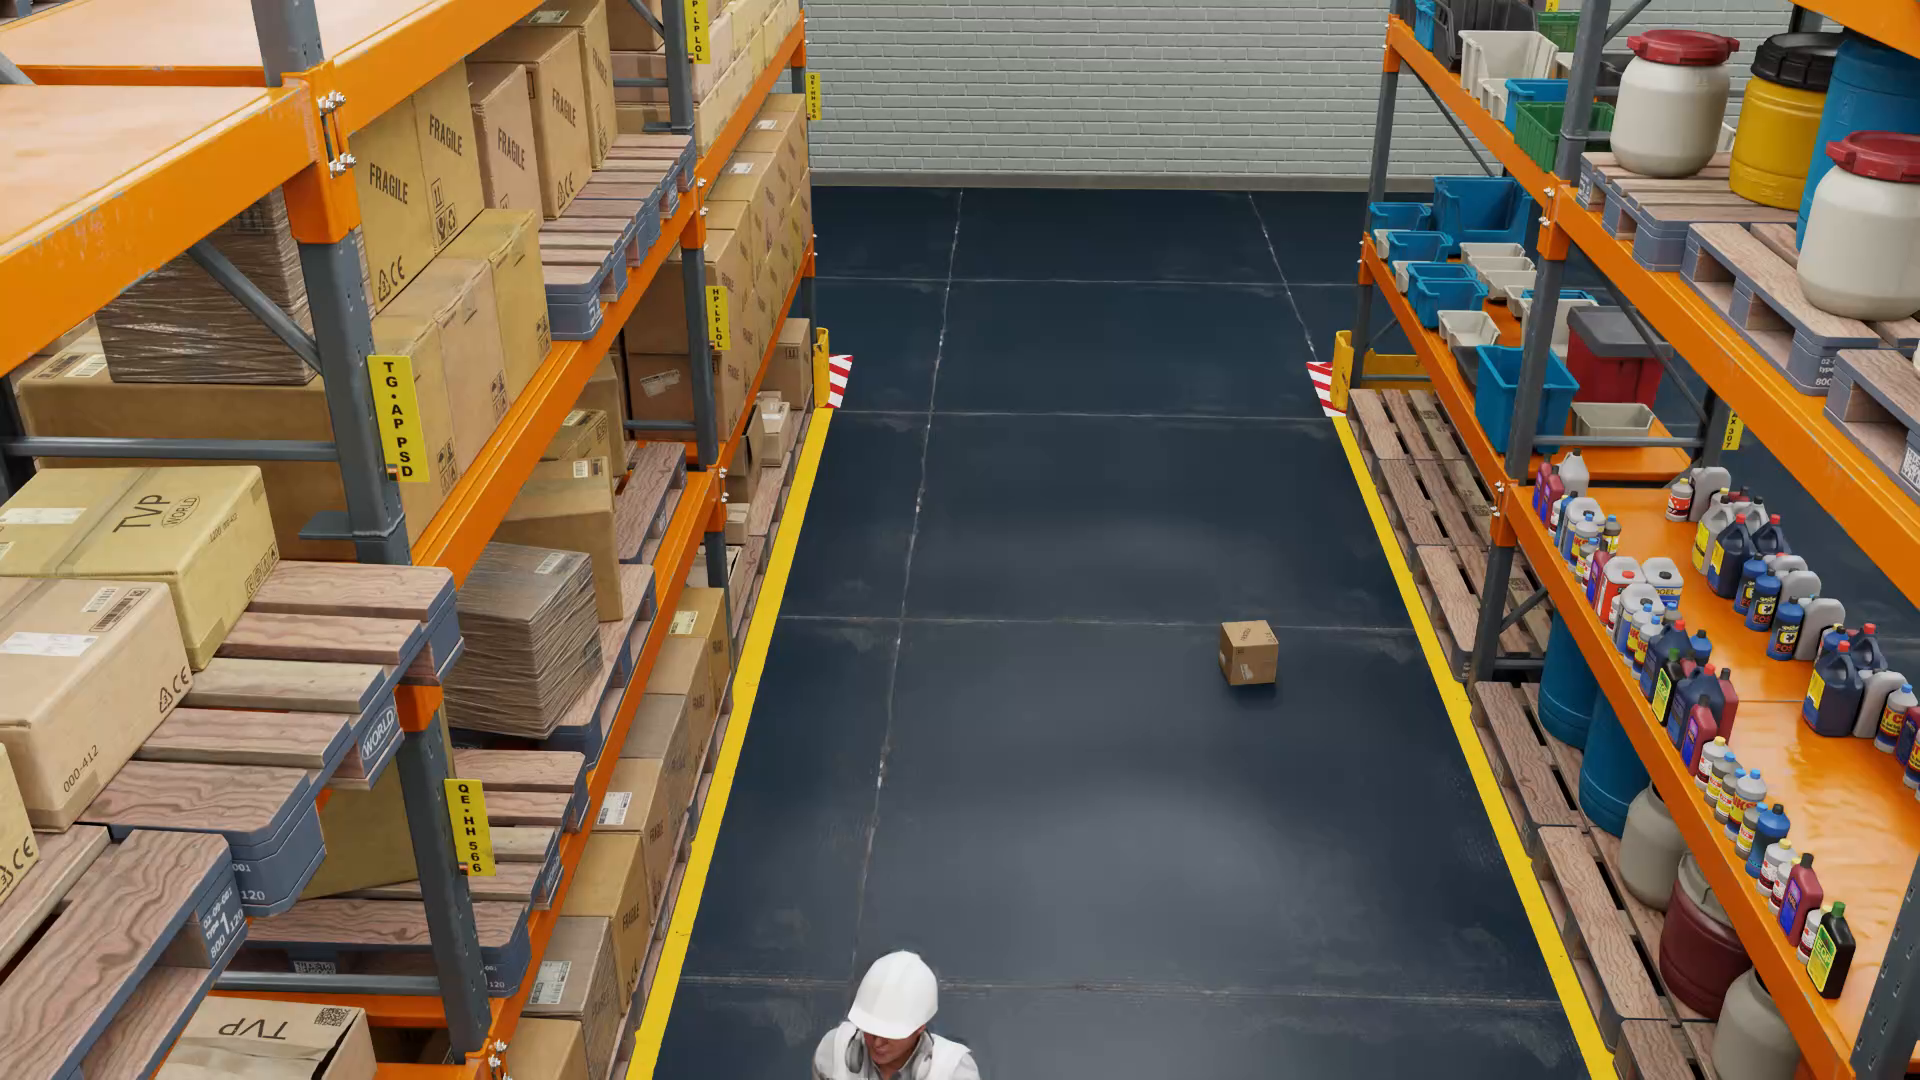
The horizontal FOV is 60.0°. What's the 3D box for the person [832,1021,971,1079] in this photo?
[{"bbox_3d":[-0.192,2.031,4.871,0.448,1.464,0.515,5,28,10],"label":"person"}]
